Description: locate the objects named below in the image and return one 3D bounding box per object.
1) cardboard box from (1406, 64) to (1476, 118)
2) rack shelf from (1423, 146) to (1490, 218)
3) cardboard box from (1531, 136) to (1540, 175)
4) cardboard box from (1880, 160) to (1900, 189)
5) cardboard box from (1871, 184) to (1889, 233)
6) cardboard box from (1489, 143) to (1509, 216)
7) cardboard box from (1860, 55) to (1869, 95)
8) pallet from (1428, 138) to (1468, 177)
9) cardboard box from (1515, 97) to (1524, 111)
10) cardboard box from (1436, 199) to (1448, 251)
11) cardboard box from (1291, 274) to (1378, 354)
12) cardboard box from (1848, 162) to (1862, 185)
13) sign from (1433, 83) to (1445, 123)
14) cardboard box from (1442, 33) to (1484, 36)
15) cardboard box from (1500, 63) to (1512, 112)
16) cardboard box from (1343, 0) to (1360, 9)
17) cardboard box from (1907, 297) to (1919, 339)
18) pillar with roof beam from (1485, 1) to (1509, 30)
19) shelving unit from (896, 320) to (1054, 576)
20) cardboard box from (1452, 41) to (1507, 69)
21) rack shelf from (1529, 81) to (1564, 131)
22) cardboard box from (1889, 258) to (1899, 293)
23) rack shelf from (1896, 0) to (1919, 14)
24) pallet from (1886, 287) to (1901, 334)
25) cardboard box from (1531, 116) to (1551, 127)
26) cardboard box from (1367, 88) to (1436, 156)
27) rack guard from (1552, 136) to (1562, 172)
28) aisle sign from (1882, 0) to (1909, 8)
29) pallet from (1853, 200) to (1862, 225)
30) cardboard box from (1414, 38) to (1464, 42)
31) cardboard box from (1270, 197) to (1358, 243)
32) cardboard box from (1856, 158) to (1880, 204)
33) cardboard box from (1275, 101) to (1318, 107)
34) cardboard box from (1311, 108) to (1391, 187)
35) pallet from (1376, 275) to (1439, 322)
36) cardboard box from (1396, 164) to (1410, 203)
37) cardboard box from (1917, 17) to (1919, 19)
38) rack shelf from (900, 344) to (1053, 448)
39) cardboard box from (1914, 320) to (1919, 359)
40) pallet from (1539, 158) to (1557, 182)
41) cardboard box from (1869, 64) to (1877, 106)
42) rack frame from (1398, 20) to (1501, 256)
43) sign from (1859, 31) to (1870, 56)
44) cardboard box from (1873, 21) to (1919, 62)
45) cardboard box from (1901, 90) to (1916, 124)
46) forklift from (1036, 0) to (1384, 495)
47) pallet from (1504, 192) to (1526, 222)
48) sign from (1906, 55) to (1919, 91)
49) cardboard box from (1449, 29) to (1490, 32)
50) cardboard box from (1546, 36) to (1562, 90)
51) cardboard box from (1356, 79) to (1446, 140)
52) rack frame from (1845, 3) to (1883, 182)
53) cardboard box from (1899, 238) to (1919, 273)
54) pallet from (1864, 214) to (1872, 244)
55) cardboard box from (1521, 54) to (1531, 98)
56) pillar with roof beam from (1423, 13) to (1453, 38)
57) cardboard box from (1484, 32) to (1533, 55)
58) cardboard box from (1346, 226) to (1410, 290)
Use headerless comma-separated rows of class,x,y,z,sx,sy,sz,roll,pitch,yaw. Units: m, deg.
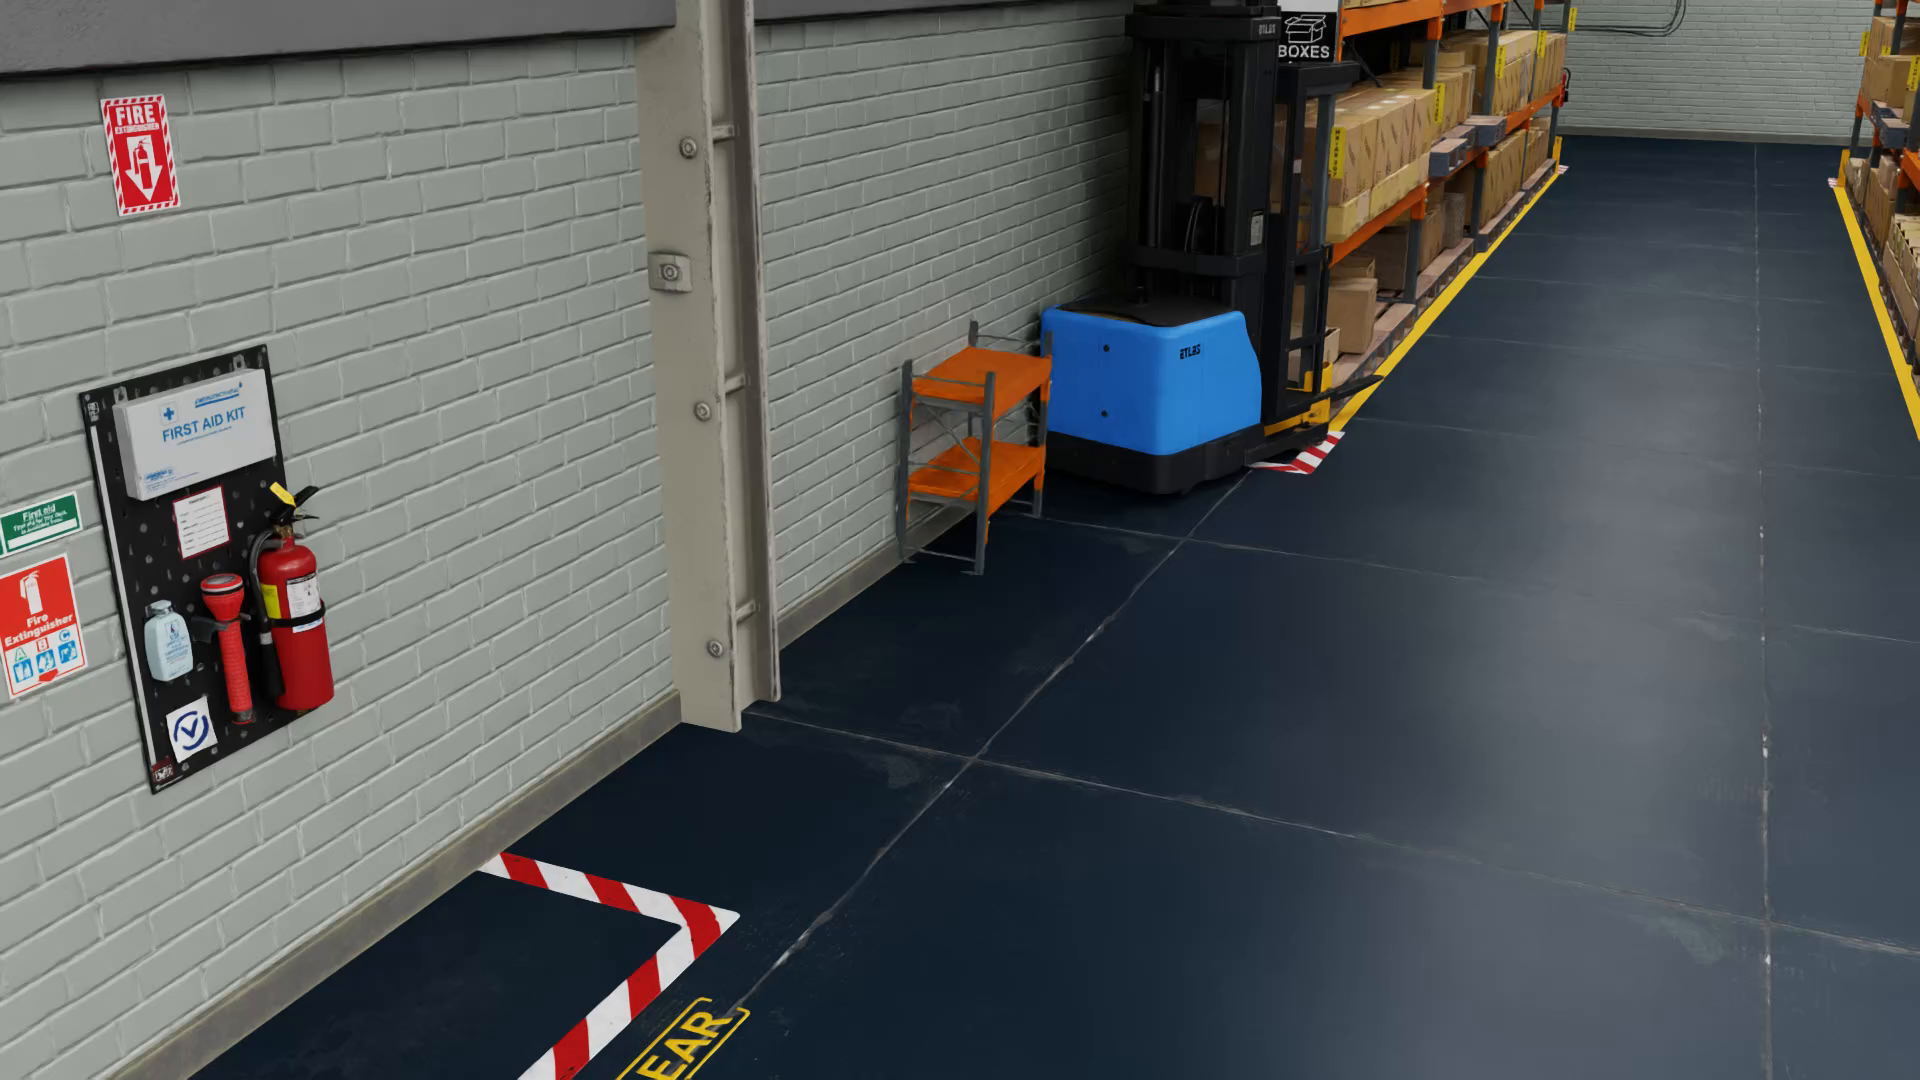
cardboard box,5.028,-4.723,17.466,0.700,0.500,0.500,6,20,16
rack shelf,4.393,-3.663,16.366,1.077,0.370,4.000,9,21,23
cardboard box,7.670,-5.380,23.225,0.700,0.500,0.500,9,22,24
cardboard box,10.336,-3.967,18.101,0.500,0.250,0.500,8,21,22
cardboard box,10.323,-3.602,18.194,0.500,0.500,0.500,8,21,21
cardboard box,5.997,-4.272,19.586,0.750,0.750,0.750,8,21,22
cardboard box,12.586,-6.328,22.636,0.500,0.500,0.500,9,21,24
pallet,4.019,-3.514,15.159,1.003,0.211,1.213,9,21,23
cardboard box,6.686,-5.343,20.360,0.380,0.149,0.250,9,21,23
cardboard box,4.647,-3.274,17.273,0.700,0.500,0.500,9,21,23
cardboard box,2.881,-1.788,13.094,0.700,0.500,0.500,7,21,19
cardboard box,12.118,-4.859,22.102,0.500,0.250,0.500,9,21,23
sign,4.072,-3.726,14.178,0.100,0.325,0.005,9,21,23
cardboard box,6.015,-5.966,20.027,0.500,0.250,0.500,8,21,21
cardboard box,5.867,-5.082,18.660,0.500,0.500,0.500,9,22,24
cardboard box,2.301,-3.706,10.756,0.500,0.500,0.500,9,22,24
cardboard box,8.000,-1.781,13.477,0.500,0.250,0.500,8,21,22
pillar with roof beam,12.732,-10.239,24.829,9.100,9.000,0.400,9,21,23
shelving unit,0.091,-0.538,9.259,0.538,1.125,1.048,10,22,18
cardboard box,5.645,-5.276,18.084,0.500,0.250,0.500,9,22,24
rack shelf,7.669,-6.109,23.242,1.077,0.370,4.000,9,21,23
cardboard box,8.838,-2.404,15.228,0.500,0.250,0.500,8,21,21
rack shelf,10.552,-5.621,17.393,1.077,0.370,4.000,9,21,23
pallet,8.859,-2.003,14.786,1.003,0.211,1.213,9,21,23
cardboard box,8.406,-6.093,24.260,0.380,0.149,0.250,8,21,22
cardboard box,3.662,-3.496,13.896,0.500,0.500,0.500,8,21,23
rack guard,8.498,-5.888,25.280,1.175,0.500,0.348,9,21,23
aisle sign,12.769,-7.666,22.669,0.394,0.787,0.004,9,21,23
pallet,11.653,-4.053,20.552,1.003,0.211,1.213,9,21,23
cardboard box,5.376,-5.495,18.702,0.500,0.250,0.500,8,21,21
cardboard box,2.425,-2.212,11.406,0.500,0.250,0.500,8,21,21
cardboard box,11.345,-4.400,20.439,0.500,0.500,0.500,9,21,23
cardboard box,2.564,-3.098,12.779,0.500,0.500,0.500,9,21,23
cardboard box,2.834,-2.871,12.141,0.500,0.500,0.500,8,21,21
pallet,3.891,-2.315,15.663,1.003,0.211,1.213,9,21,23
cardboard box,3.253,-2.836,13.160,0.500,0.250,0.500,8,21,22
cardboard box,13.077,-6.725,22.260,0.500,0.500,0.500,8,21,22
rack shelf,0.106,-0.811,9.155,0.538,0.278,1.000,10,22,18
cardboard box,7.628,-1.514,12.727,0.500,0.250,0.500,9,21,23
pallet,8.232,-5.490,24.591,1.003,0.211,1.213,9,21,23
cardboard box,11.759,-5.708,20.893,0.500,0.500,0.500,9,22,24
rack frame,5.212,-4.613,17.964,1.000,3.000,0.127,9,21,23
sign,12.513,-6.863,22.997,0.100,0.325,0.005,9,21,23
cardboard box,11.963,-6.331,21.151,0.500,0.500,0.500,8,21,22
cardboard box,9.888,-4.388,16.554,0.700,0.500,0.500,2,20,4
forklift,1.847,-2.068,10.910,1.130,2.935,3.031,17,26,39
pallet,6.603,-4.276,21.178,1.003,0.211,1.213,9,21,23
sign,9.234,-4.515,16.077,0.100,0.325,0.005,9,21,23
cardboard box,6.424,-6.281,20.912,0.500,0.250,0.500,9,22,24
cardboard box,8.000,-6.819,23.719,0.980,0.700,0.700,8,21,22
cardboard box,4.049,-3.966,15.337,0.700,0.500,0.500,11,22,28
rack frame,13.009,-6.380,22.933,1.000,3.000,0.127,9,21,23
cardboard box,8.622,-2.507,14.681,0.500,0.311,0.500,8,21,22
pallet,11.072,-3.590,19.248,1.003,0.211,1.213,9,21,23
cardboard box,6.691,-5.700,20.396,0.500,0.500,0.500,9,21,23
pillar with roof beam,10.275,-8.405,19.672,9.100,9.000,0.400,9,21,23
cardboard box,6.674,-6.053,20.271,0.500,0.250,0.500,9,21,24
cardboard box,3.860,-2.647,15.510,0.700,0.500,0.500,9,22,25
